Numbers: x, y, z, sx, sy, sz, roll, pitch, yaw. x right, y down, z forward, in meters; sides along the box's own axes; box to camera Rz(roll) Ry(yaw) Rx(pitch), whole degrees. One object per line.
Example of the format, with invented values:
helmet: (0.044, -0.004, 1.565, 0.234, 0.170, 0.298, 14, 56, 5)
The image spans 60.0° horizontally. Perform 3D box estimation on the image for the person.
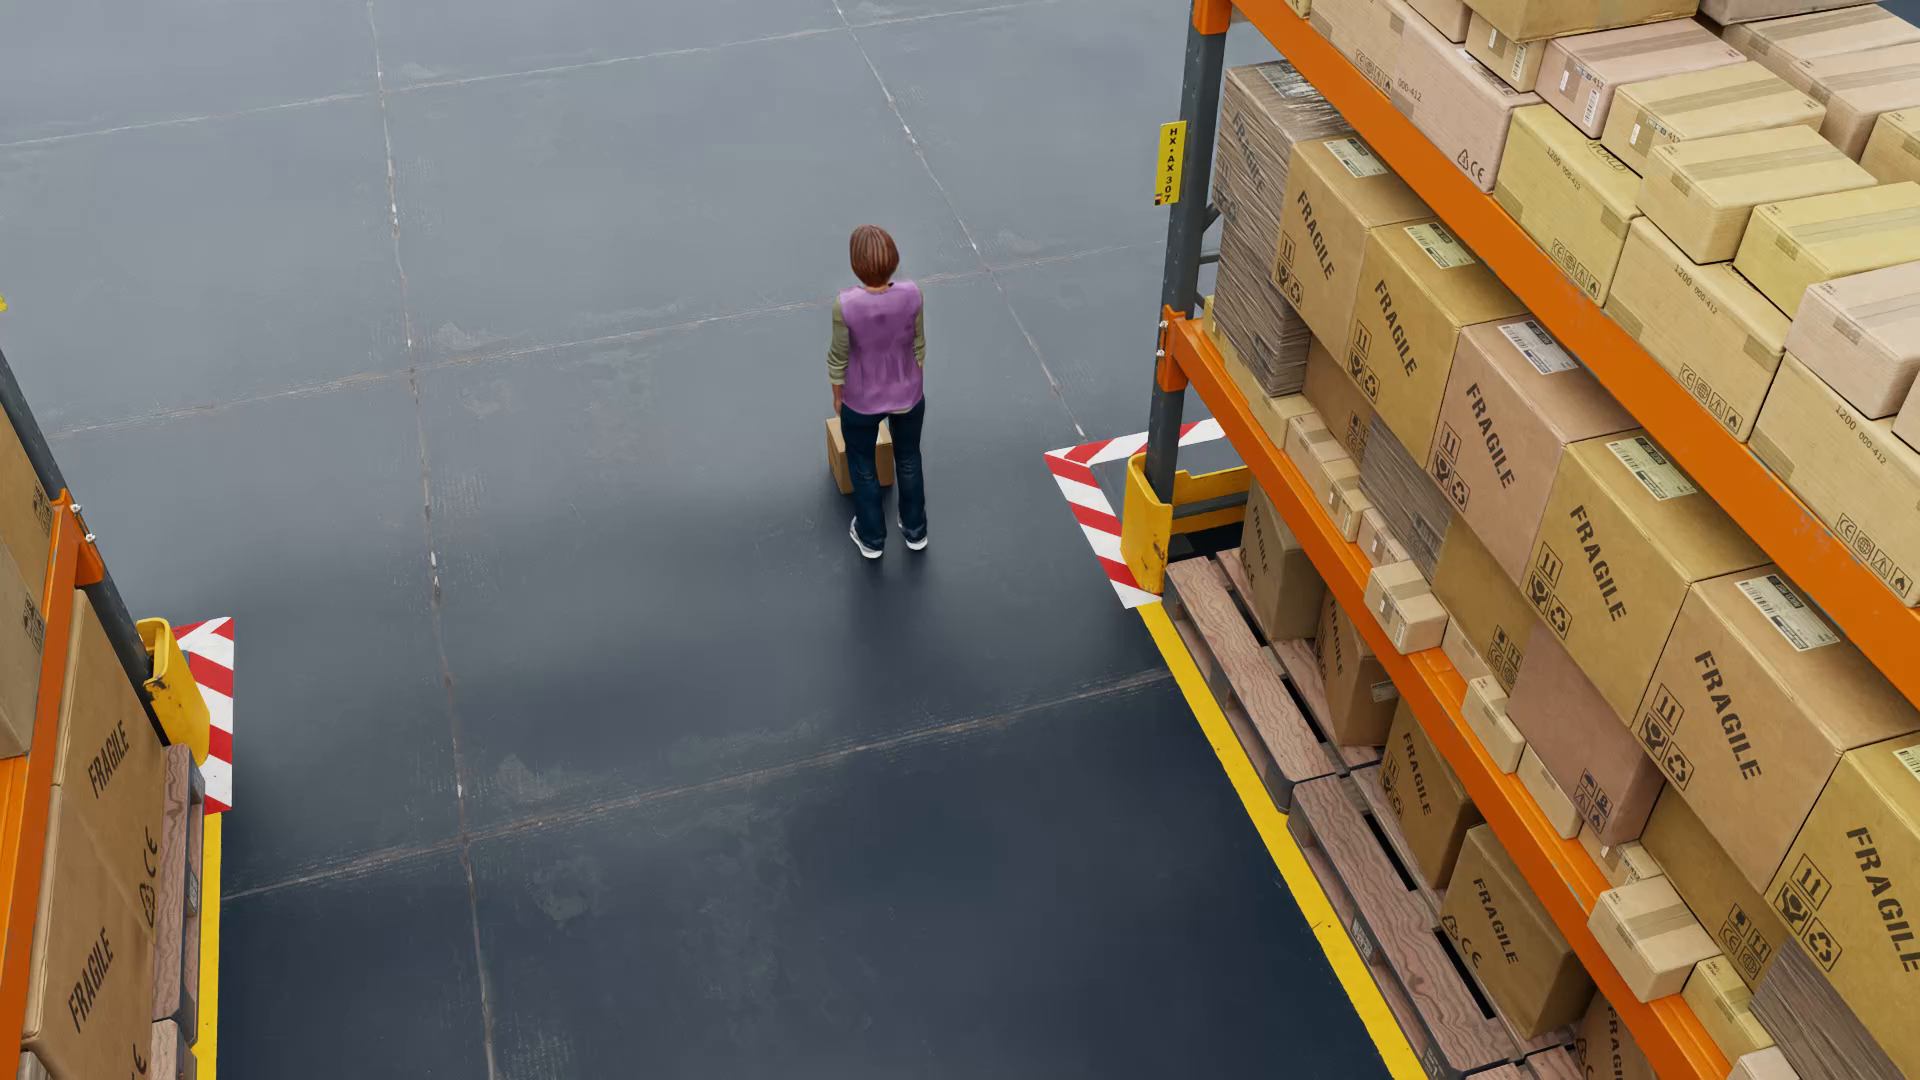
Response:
person: (-0.335, -0.582, 6.806, 0.407, 1.589, 0.299, -11, 44, -12)
